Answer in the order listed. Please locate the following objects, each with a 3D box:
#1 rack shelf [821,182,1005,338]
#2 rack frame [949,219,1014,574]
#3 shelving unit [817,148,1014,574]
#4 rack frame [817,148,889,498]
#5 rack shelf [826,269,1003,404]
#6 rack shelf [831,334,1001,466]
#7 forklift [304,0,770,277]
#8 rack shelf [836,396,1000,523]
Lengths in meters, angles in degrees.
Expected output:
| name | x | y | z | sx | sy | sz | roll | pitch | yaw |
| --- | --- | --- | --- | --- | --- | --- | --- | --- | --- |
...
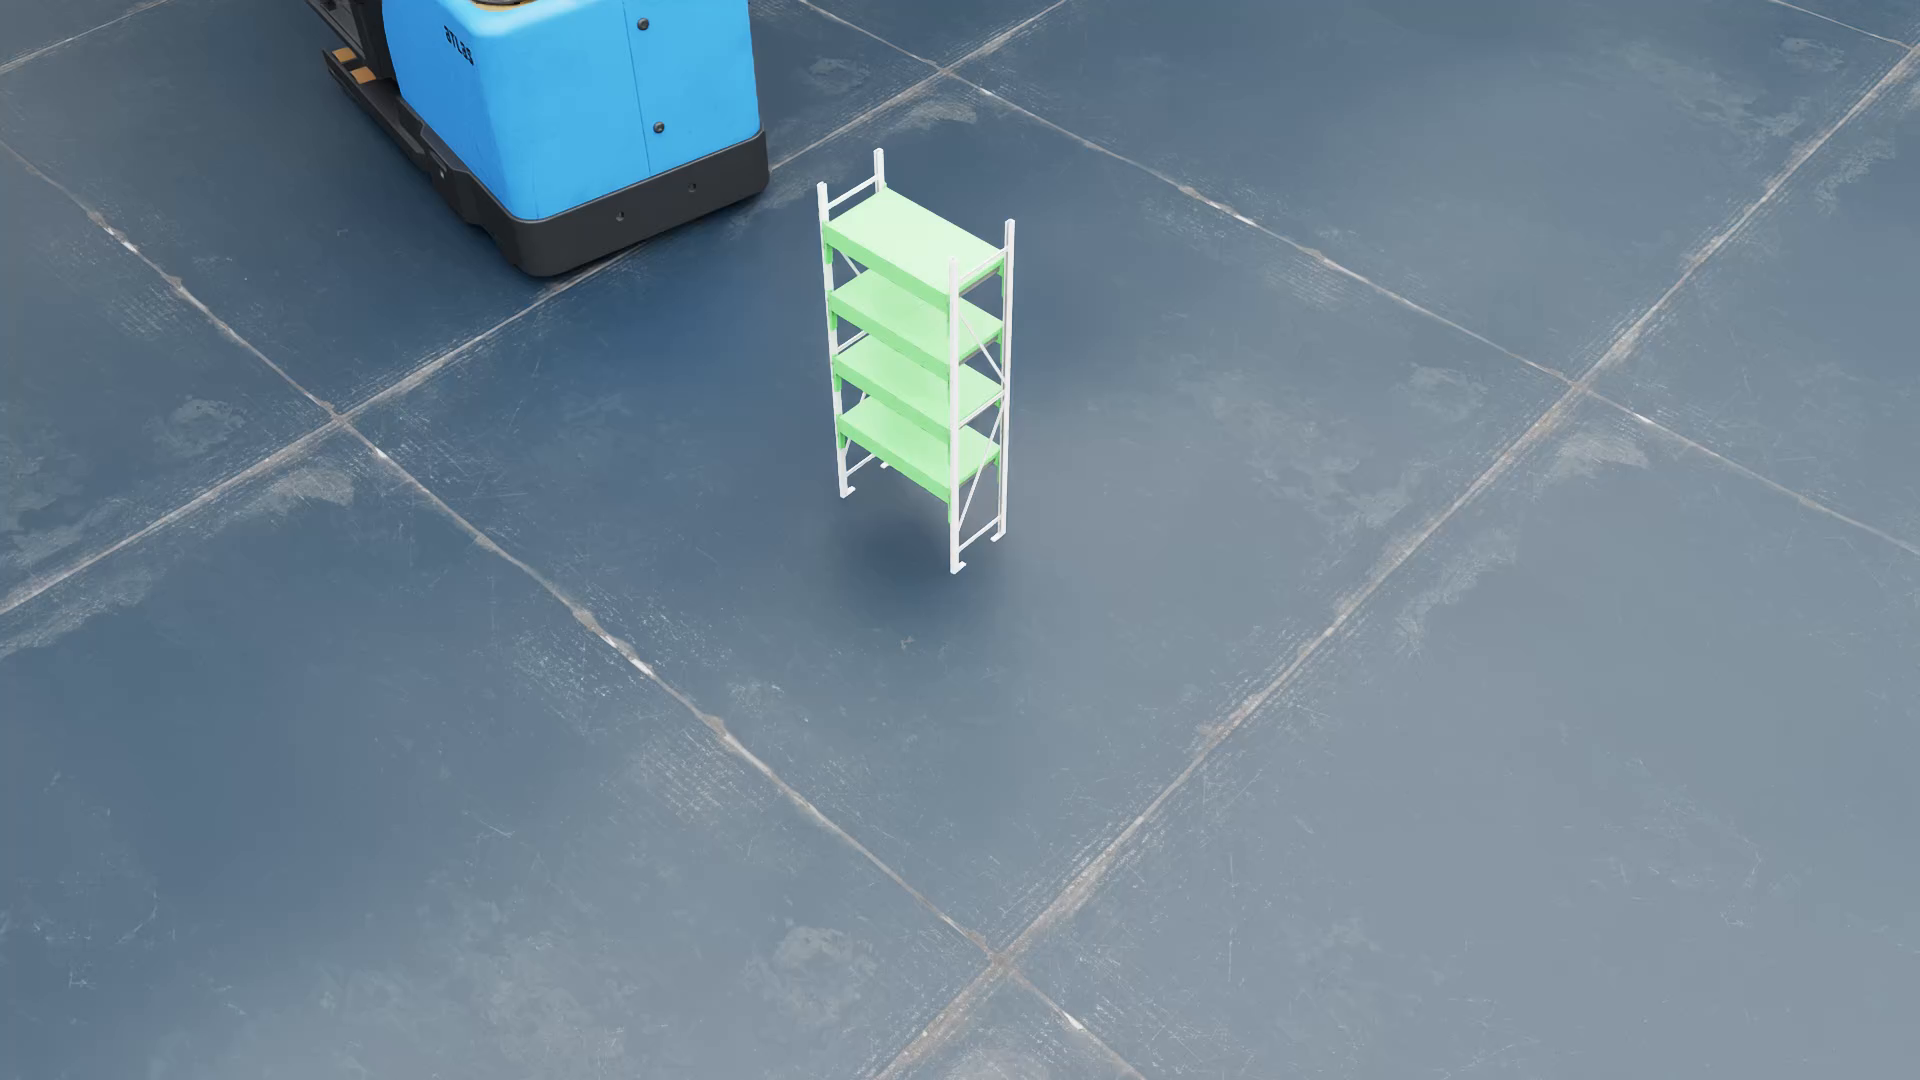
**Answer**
| name | x | y | z | sx | sy | sz | roll | pitch | yaw |
| --- | --- | --- | --- | --- | --- | --- | --- | --- | --- |
| rack shelf | -0.122 | -0.777 | 4.586 | 0.480 | 0.148 | 0.258 | 34 | 55 | 28 |
| rack frame | 0.058 | -0.372 | 4.776 | 0.015 | 1.200 | 0.240 | 34 | 55 | 28 |
| shelving unit | -0.122 | -0.493 | 4.889 | 0.503 | 1.200 | 0.258 | 34 | 55 | 28 |
| rack frame | -0.301 | -0.613 | 5.003 | 0.015 | 1.200 | 0.240 | 34 | 55 | 28 |
| rack shelf | -0.122 | -0.613 | 4.761 | 0.480 | 0.148 | 0.258 | 34 | 55 | 28 |
| rack shelf | -0.122 | -0.449 | 4.936 | 0.480 | 0.148 | 0.258 | 34 | 55 | 28 |
| forklift | -2.019 | -2.995 | 6.052 | 1.130 | 2.935 | 3.031 | -28 | 53 | -24 |
| rack shelf | -0.122 | -0.285 | 5.111 | 0.480 | 0.148 | 0.258 | 34 | 55 | 28 |
